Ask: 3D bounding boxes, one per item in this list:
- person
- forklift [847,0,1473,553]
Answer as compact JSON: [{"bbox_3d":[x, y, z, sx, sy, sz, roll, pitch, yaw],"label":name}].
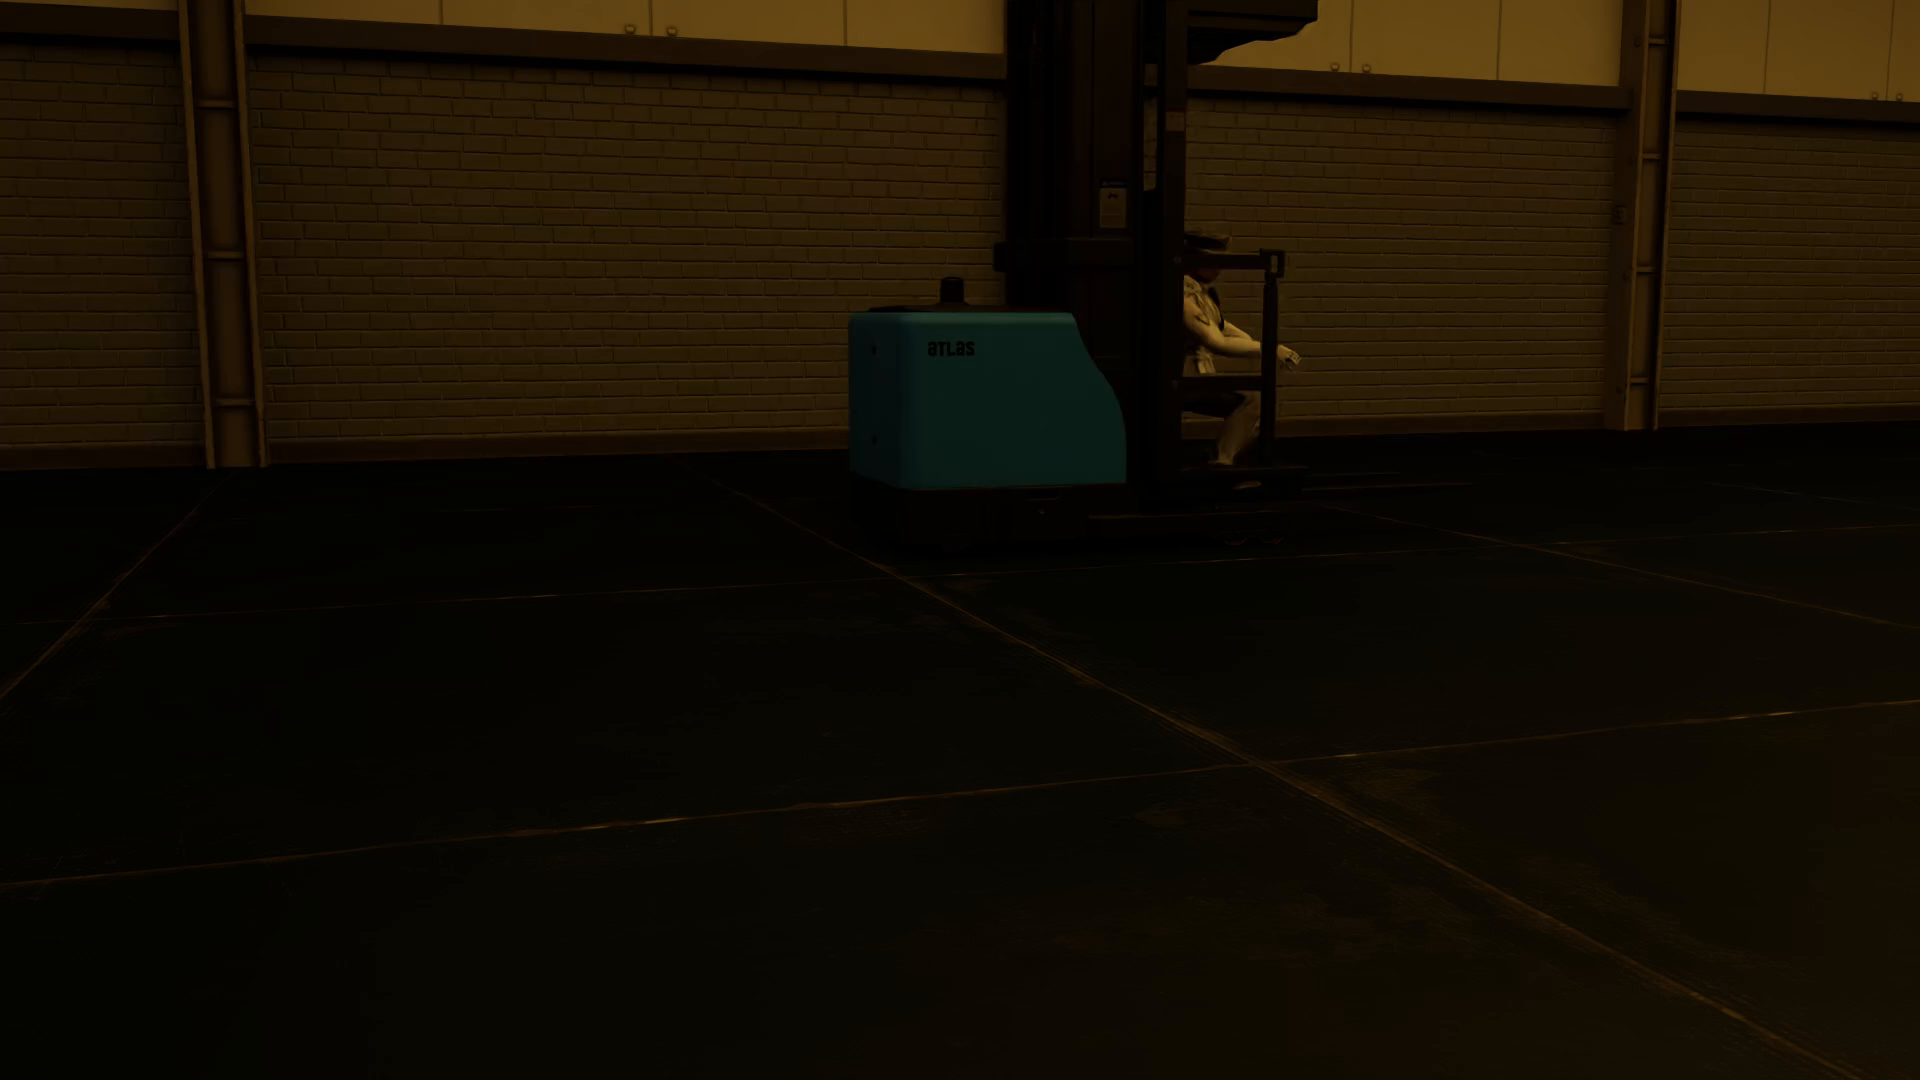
[{"bbox_3d":[1.312,-0.814,8.100,0.732,1.397,0.833,3,8,18],"label":"person"},{"bbox_3d":[1.023,-1.488,7.987,3.031,2.935,1.130,-3,8,-18],"label":"forklift"}]
